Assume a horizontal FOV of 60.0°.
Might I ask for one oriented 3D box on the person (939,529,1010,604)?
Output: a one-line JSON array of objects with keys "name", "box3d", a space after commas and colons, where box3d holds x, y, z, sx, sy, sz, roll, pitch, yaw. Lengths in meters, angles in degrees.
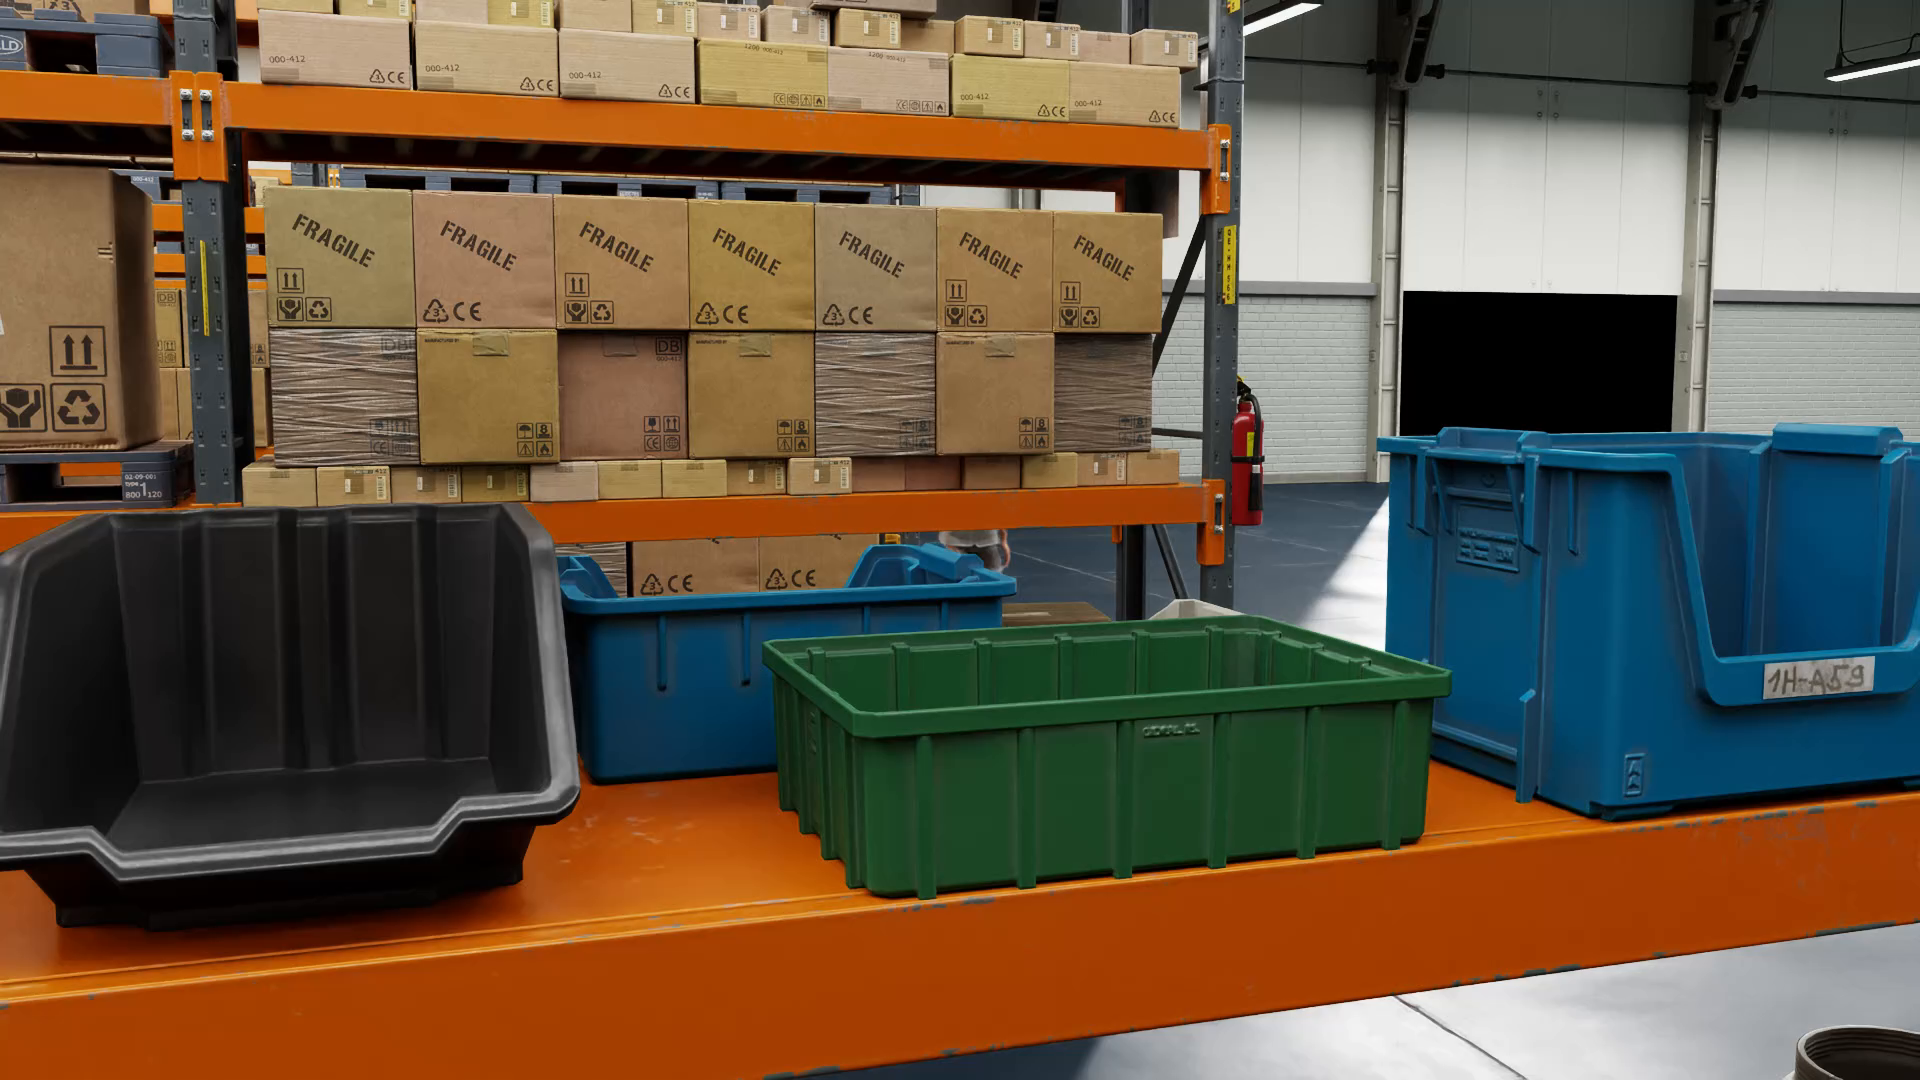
[{"name": "person", "box3d": [0.079, 0.052, 9.458, 0.423, 1.566, 0.368, -2, 6, -17]}]
